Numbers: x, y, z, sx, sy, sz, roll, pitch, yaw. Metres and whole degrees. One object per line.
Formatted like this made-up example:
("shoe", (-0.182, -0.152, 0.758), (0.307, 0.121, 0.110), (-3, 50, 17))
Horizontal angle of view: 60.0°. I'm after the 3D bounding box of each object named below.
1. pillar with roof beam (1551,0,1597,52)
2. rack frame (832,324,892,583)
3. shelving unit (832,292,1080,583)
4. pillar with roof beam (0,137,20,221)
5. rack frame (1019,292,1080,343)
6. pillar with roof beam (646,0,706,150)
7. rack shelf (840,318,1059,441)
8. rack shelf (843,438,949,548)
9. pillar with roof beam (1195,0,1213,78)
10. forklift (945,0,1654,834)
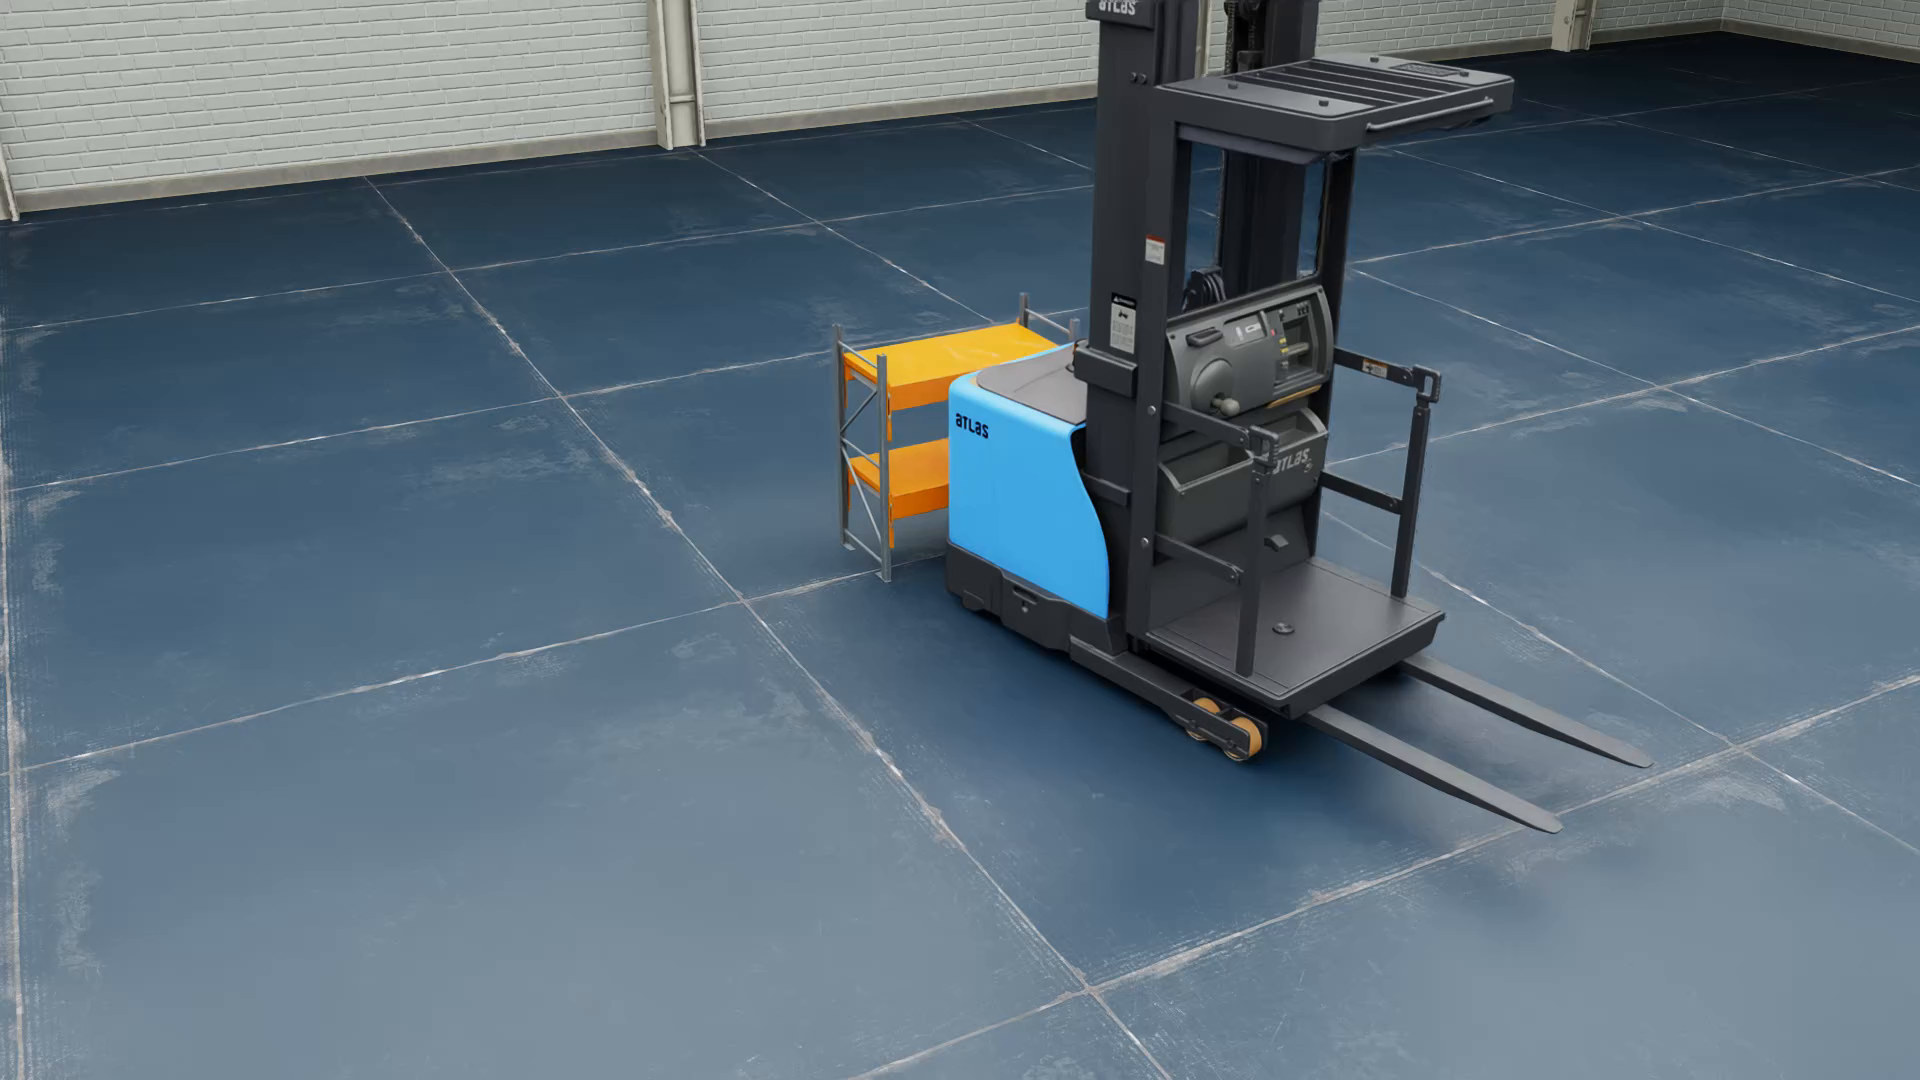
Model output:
("pillar with roof beam", (9.879, -8.744, 16.064), (0.400, 9.000, 9.100), (-13, 29, -25))
("rack frame", (-0.458, -0.401, 7.785), (0.032, 1.125, 0.500), (-14, 29, -26))
("shelving unit", (-0.015, -0.509, 8.010), (1.048, 1.125, 0.538), (-14, 29, -26))
("pillar with roof beam", (-6.004, -5.078, 8.429), (0.400, 9.000, 9.100), (-13, 29, -25))
("rack frame", (0.428, -0.617, 8.235), (0.032, 1.125, 0.500), (-14, 29, -26))
("pillar with roof beam", (-0.710, -6.300, 10.974), (0.400, 9.000, 9.100), (-13, 29, -25))
("rack shelf", (-0.015, -0.773, 7.883), (1.000, 0.278, 0.538), (-14, 29, -26))
("rack shelf", (-0.015, -0.288, 8.116), (1.000, 0.278, 0.538), (-14, 29, -26))
("pillar with roof beam", (4.584, -7.522, 13.519), (0.400, 9.000, 9.100), (-13, 29, -25))
("forklift", (1.281, -0.711, 6.344), (1.130, 2.935, 3.031), (-21, 33, -36))
